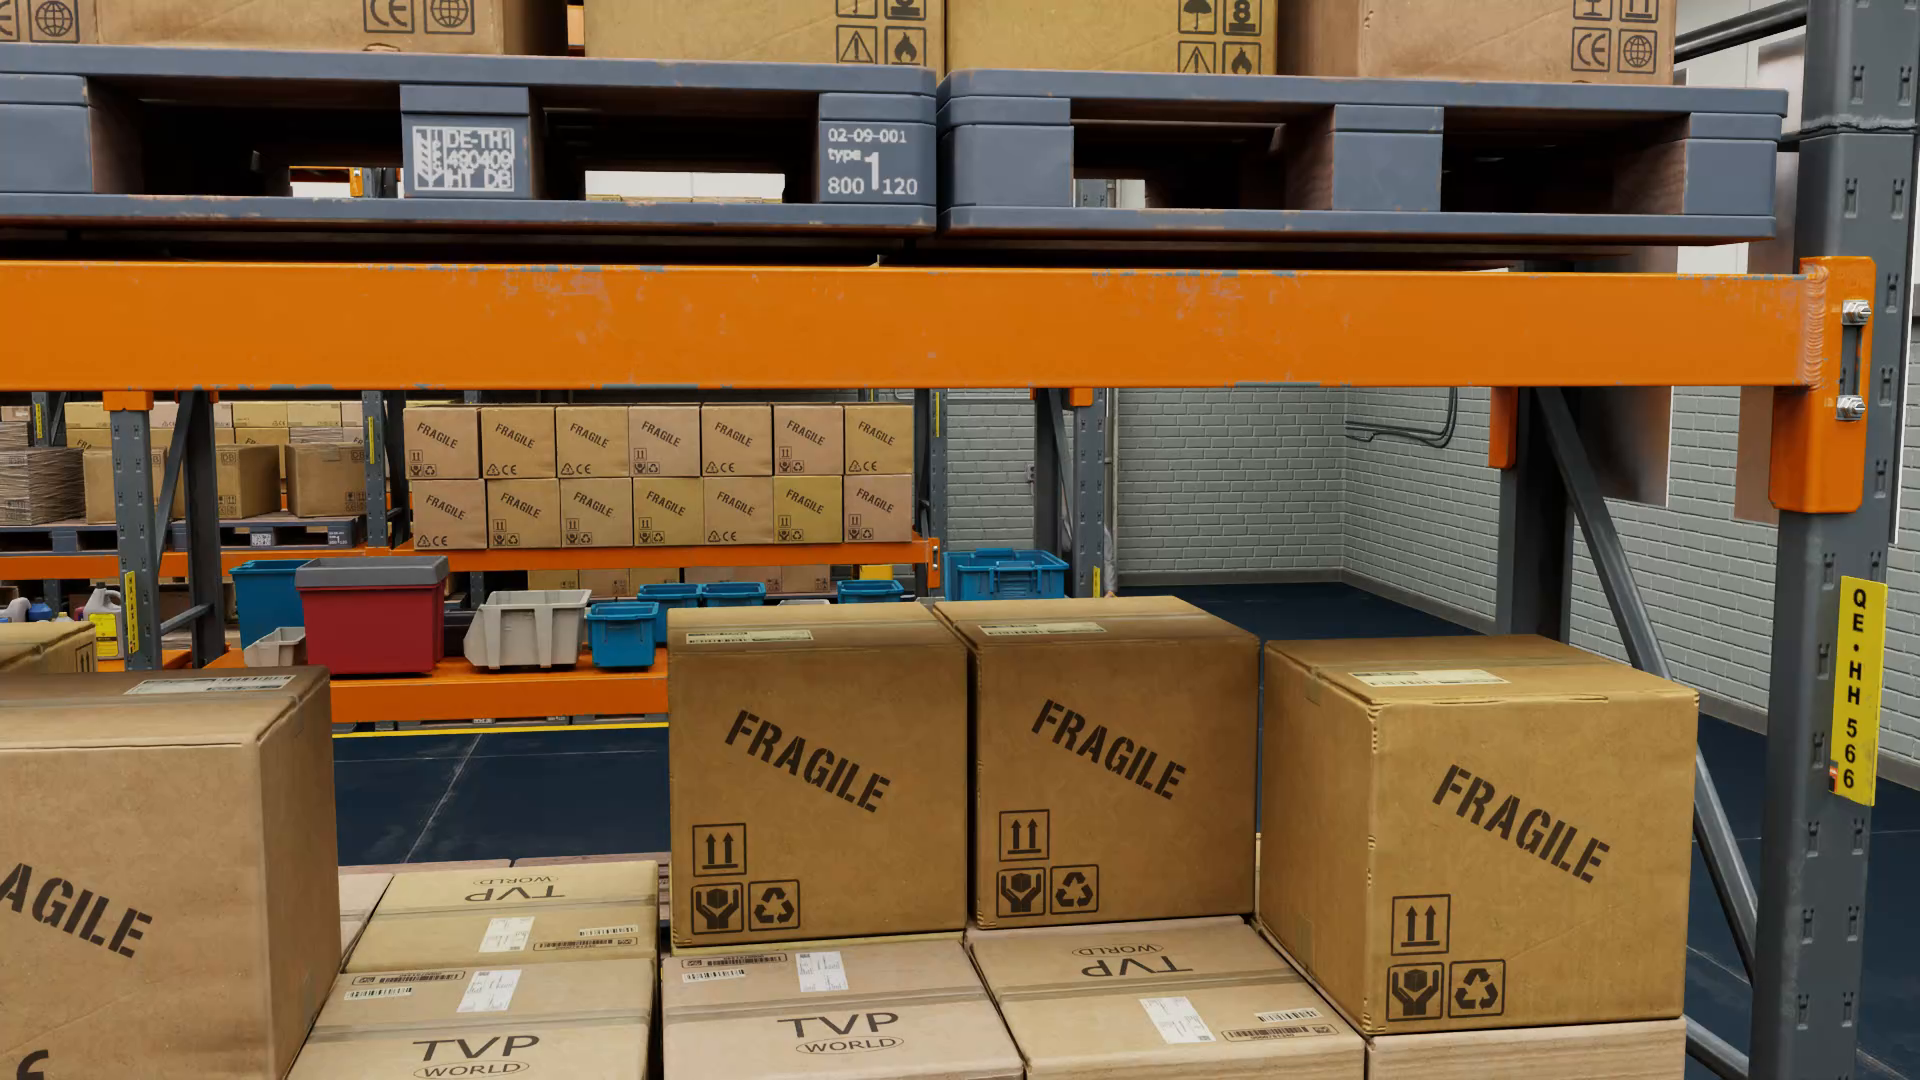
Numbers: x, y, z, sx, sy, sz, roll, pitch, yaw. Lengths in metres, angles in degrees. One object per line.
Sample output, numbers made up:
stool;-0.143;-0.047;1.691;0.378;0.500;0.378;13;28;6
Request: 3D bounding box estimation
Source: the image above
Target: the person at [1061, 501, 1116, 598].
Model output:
person;0.885;0.457;12.252;0.536;1.669;1.022;-1;6;-6
